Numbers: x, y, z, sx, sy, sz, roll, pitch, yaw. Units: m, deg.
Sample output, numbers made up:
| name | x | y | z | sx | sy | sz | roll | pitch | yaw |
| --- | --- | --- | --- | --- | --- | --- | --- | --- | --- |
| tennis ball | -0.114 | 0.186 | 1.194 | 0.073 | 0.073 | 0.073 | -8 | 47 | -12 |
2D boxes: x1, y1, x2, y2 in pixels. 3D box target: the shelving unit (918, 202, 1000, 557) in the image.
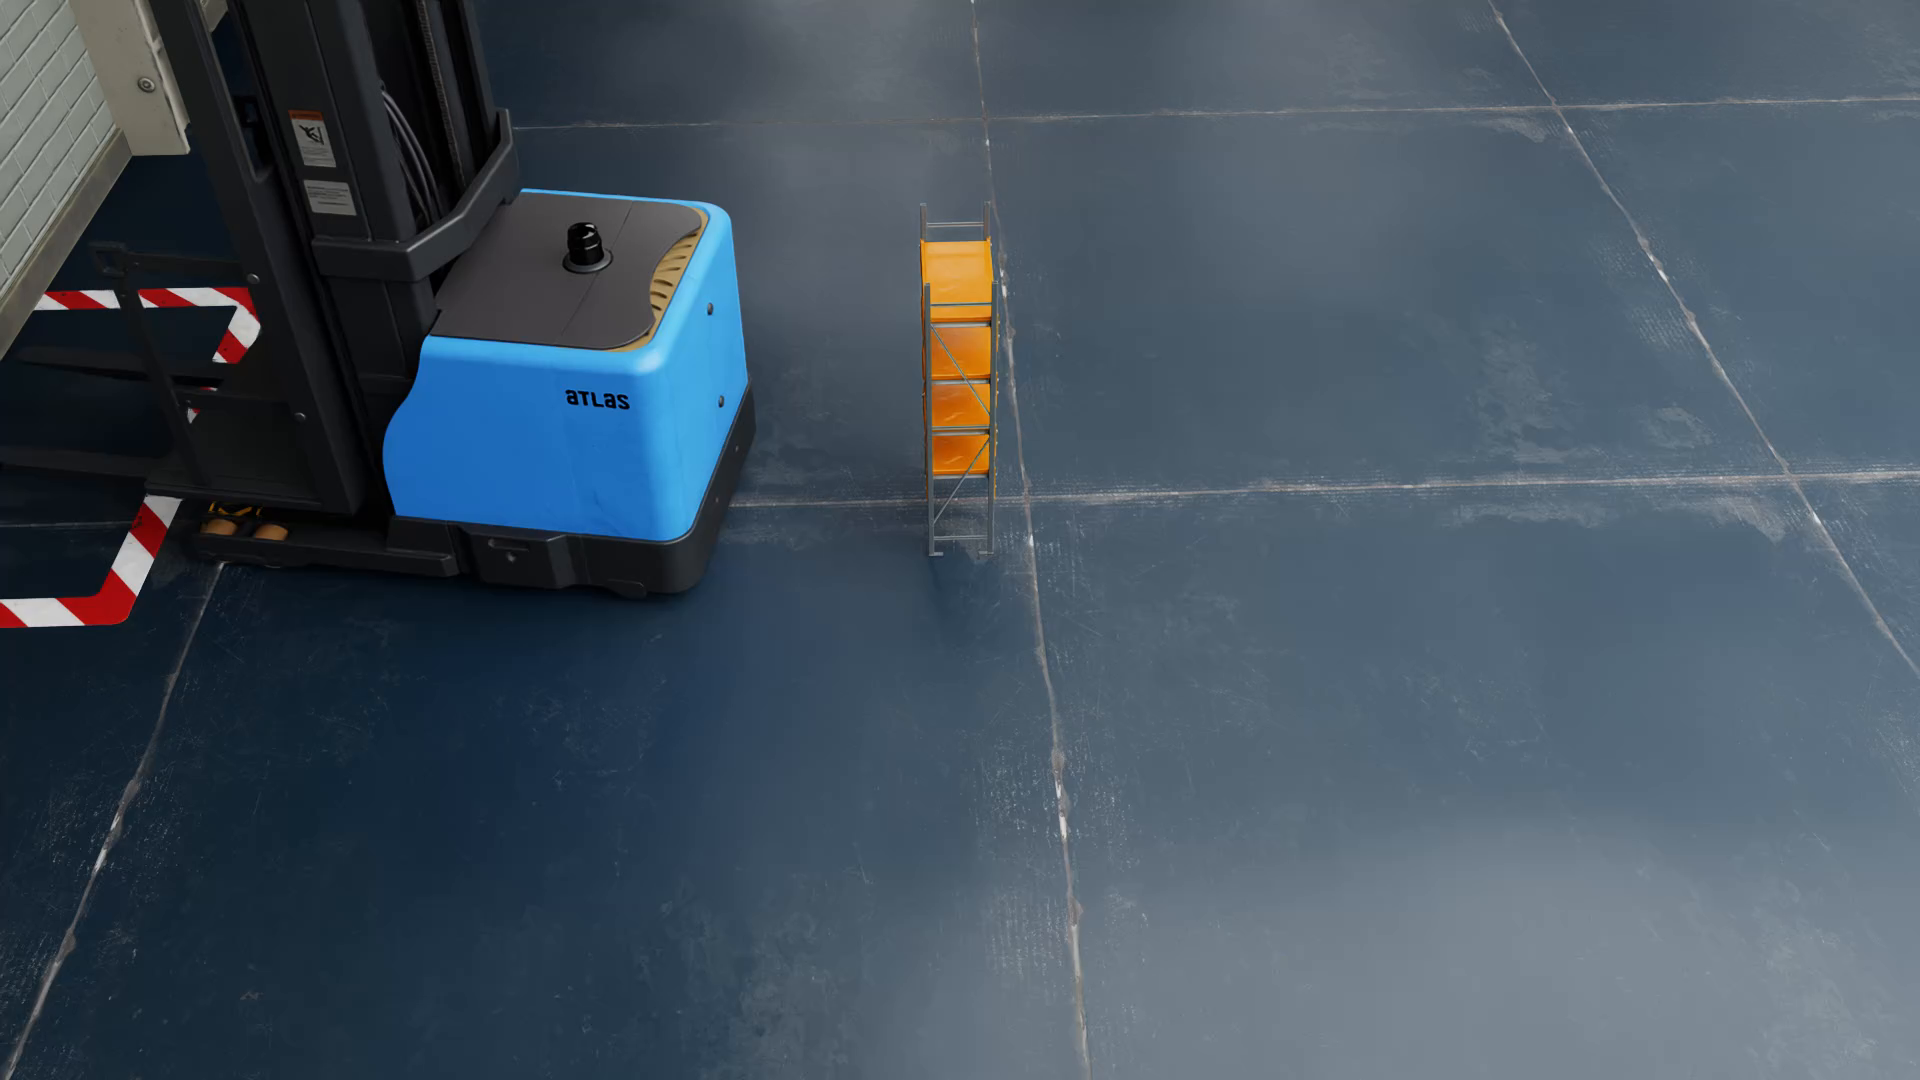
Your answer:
| name | x | y | z | sx | sy | sz | roll | pitch | yaw |
| --- | --- | --- | --- | --- | --- | --- | --- | --- | --- |
| shelving unit | -0.007 | -0.554 | 5.966 | 0.258 | 1.200 | 0.503 | -2 | 43 | -2 |

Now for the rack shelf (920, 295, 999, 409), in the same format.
| name | x | y | z | sx | sy | sz | roll | pitch | yaw |
| --- | --- | --- | --- | --- | --- | --- | --- | --- | --- |
| rack shelf | -0.007 | -0.669 | 5.861 | 0.258 | 0.148 | 0.480 | -2 | 43 | -2 |

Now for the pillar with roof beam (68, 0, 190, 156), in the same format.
| name | x | y | z | sx | sy | sz | roll | pitch | yaw |
| --- | --- | --- | --- | --- | --- | --- | --- | --- | --- |
| pillar with roof beam | 0.250 | -5.512 | 5.603 | 9.100 | 9.000 | 0.400 | -2 | 43 | -2 |

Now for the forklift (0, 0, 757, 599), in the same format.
| name | x | y | z | sx | sy | sz | roll | pitch | yaw |
| --- | --- | --- | --- | --- | --- | --- | --- | --- | --- |
| forklift | -2.370 | -1.323 | 5.524 | 3.031 | 2.935 | 1.130 | 6 | 43 | 6 |

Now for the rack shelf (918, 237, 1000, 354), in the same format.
| name | x | y | z | sx | sy | sz | roll | pitch | yaw |
| --- | --- | --- | --- | --- | --- | --- | --- | --- | --- |
| rack shelf | -0.007 | -0.844 | 5.701 | 0.258 | 0.148 | 0.480 | -2 | 43 | -2 |

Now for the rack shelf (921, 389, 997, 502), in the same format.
| name | x | y | z | sx | sy | sz | roll | pitch | yaw |
| --- | --- | --- | --- | --- | --- | --- | --- | --- | --- |
| rack shelf | -0.007 | -0.358 | 6.146 | 0.258 | 0.148 | 0.480 | -2 | 43 | -2 |

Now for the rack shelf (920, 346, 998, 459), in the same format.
| name | x | y | z | sx | sy | sz | roll | pitch | yaw |
| --- | --- | --- | --- | --- | --- | --- | --- | --- | --- |
| rack shelf | -0.007 | -0.504 | 6.012 | 0.258 | 0.148 | 0.480 | -2 | 43 | -2 |

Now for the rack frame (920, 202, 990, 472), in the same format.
| name | x | y | z | sx | sy | sz | roll | pitch | yaw |
| --- | --- | --- | --- | --- | --- | --- | --- | --- | --- |
| rack frame | -0.017 | -0.719 | 6.146 | 0.240 | 1.200 | 0.015 | -2 | 43 | -2 |

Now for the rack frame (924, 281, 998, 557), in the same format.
| name | x | y | z | sx | sy | sz | roll | pitch | yaw |
| --- | --- | --- | --- | --- | --- | --- | --- | --- | --- |
| rack frame | 0.003 | -0.389 | 5.787 | 0.240 | 1.200 | 0.015 | -2 | 43 | -2 |
